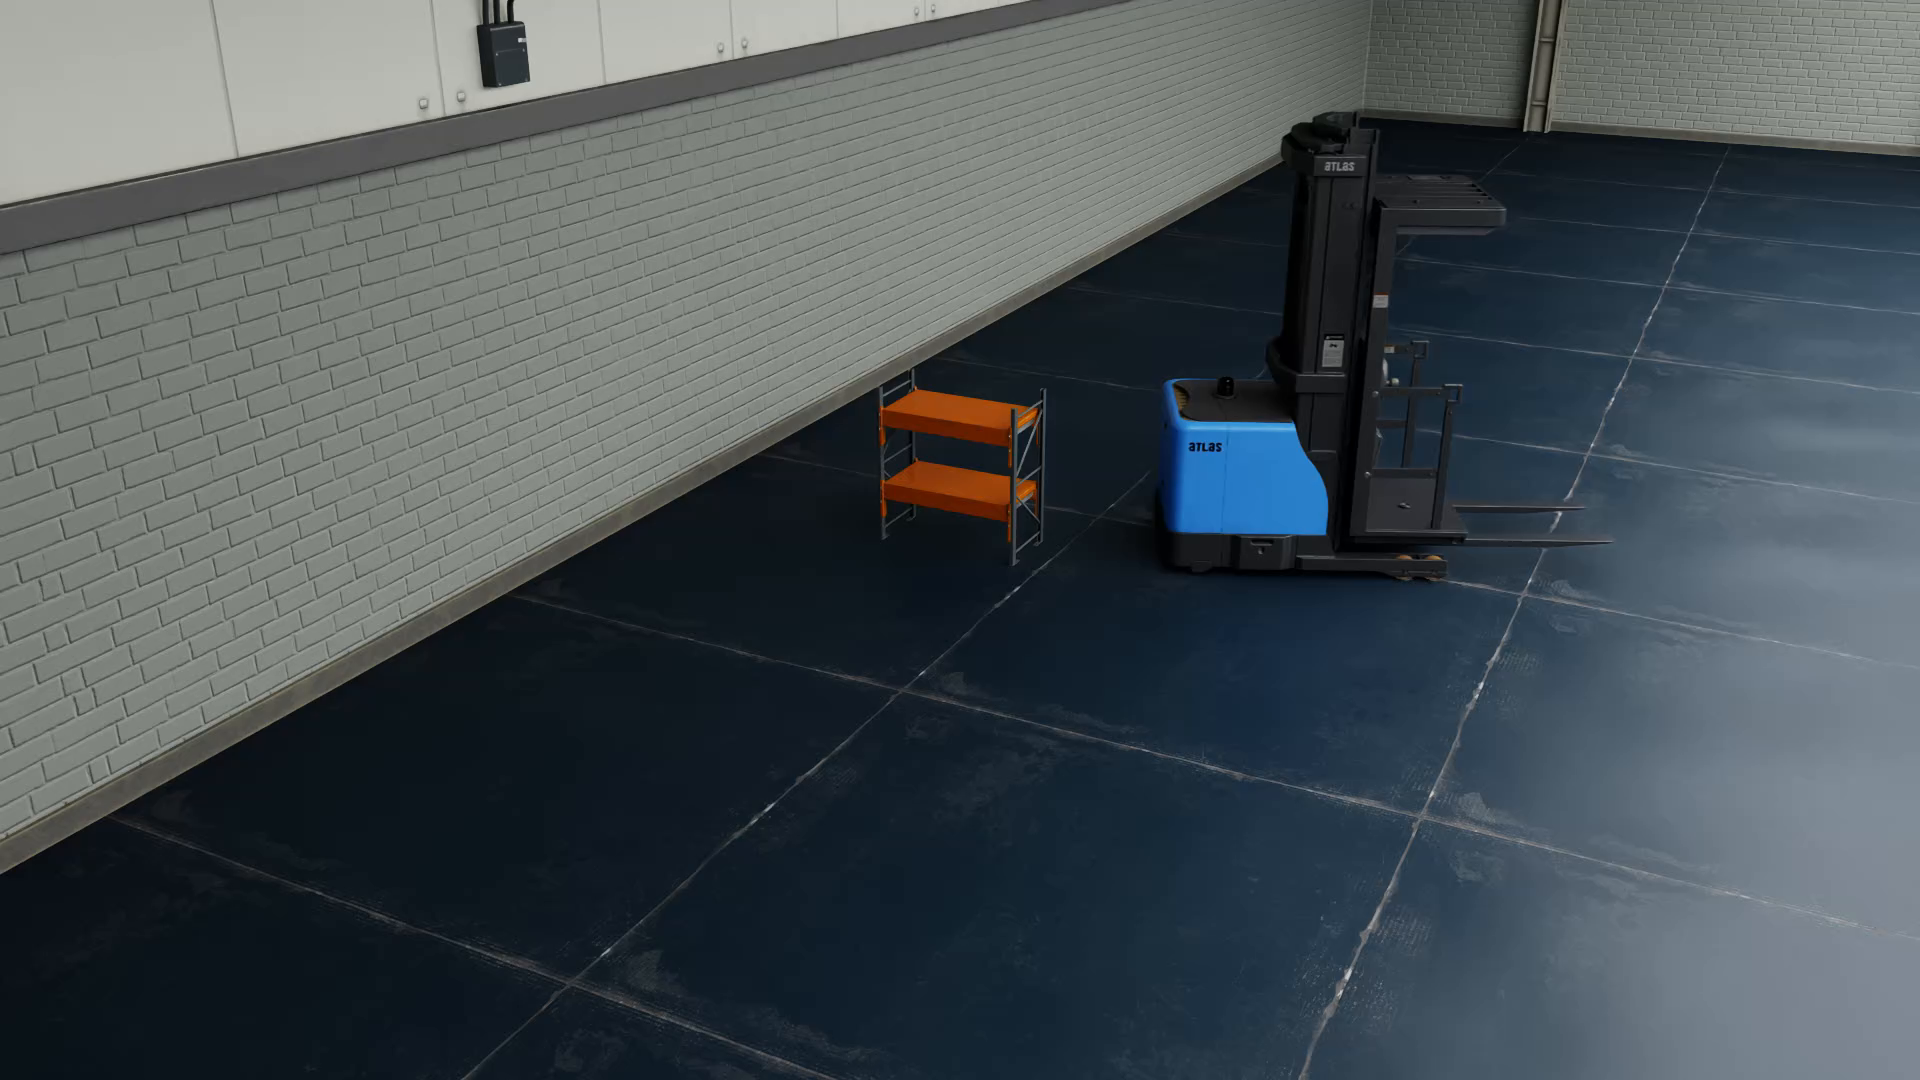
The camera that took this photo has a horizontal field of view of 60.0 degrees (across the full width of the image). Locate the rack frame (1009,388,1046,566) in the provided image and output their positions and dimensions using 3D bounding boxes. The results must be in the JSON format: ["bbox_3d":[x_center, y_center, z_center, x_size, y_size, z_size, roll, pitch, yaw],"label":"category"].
[{"bbox_3d":[0.460,-0.427,11.316,0.032,1.125,0.500,11,25,25],"label":"rack frame"}]

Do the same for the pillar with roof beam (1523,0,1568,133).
[{"bbox_3d":[7.730,-9.506,22.605,0.400,9.000,9.100,11,25,25],"label":"pillar with roof beam"}]

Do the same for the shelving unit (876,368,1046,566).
[{"bbox_3d":[0.006,-0.516,11.527,1.048,1.125,0.538,11,25,25],"label":"shelving unit"}]

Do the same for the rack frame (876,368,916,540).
[{"bbox_3d":[-0.448,-0.606,11.738,0.032,1.125,0.500,11,25,25],"label":"rack frame"}]

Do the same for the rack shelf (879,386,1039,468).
[{"bbox_3d":[0.006,-0.786,11.413,1.000,0.278,0.538,11,25,25],"label":"rack shelf"}]

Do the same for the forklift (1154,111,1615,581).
[{"bbox_3d":[2.901,-1.288,11.034,3.031,2.935,1.130,1,23,2],"label":"forklift"}]

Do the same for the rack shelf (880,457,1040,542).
[{"bbox_3d":[0.006,-0.291,11.623,1.000,0.278,0.538,11,25,25],"label":"rack shelf"}]

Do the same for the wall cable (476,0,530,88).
[{"bbox_3d":[-2.275,-5.868,9.705,0.169,6.003,2.305,11,25,25],"label":"wall cable"}]
